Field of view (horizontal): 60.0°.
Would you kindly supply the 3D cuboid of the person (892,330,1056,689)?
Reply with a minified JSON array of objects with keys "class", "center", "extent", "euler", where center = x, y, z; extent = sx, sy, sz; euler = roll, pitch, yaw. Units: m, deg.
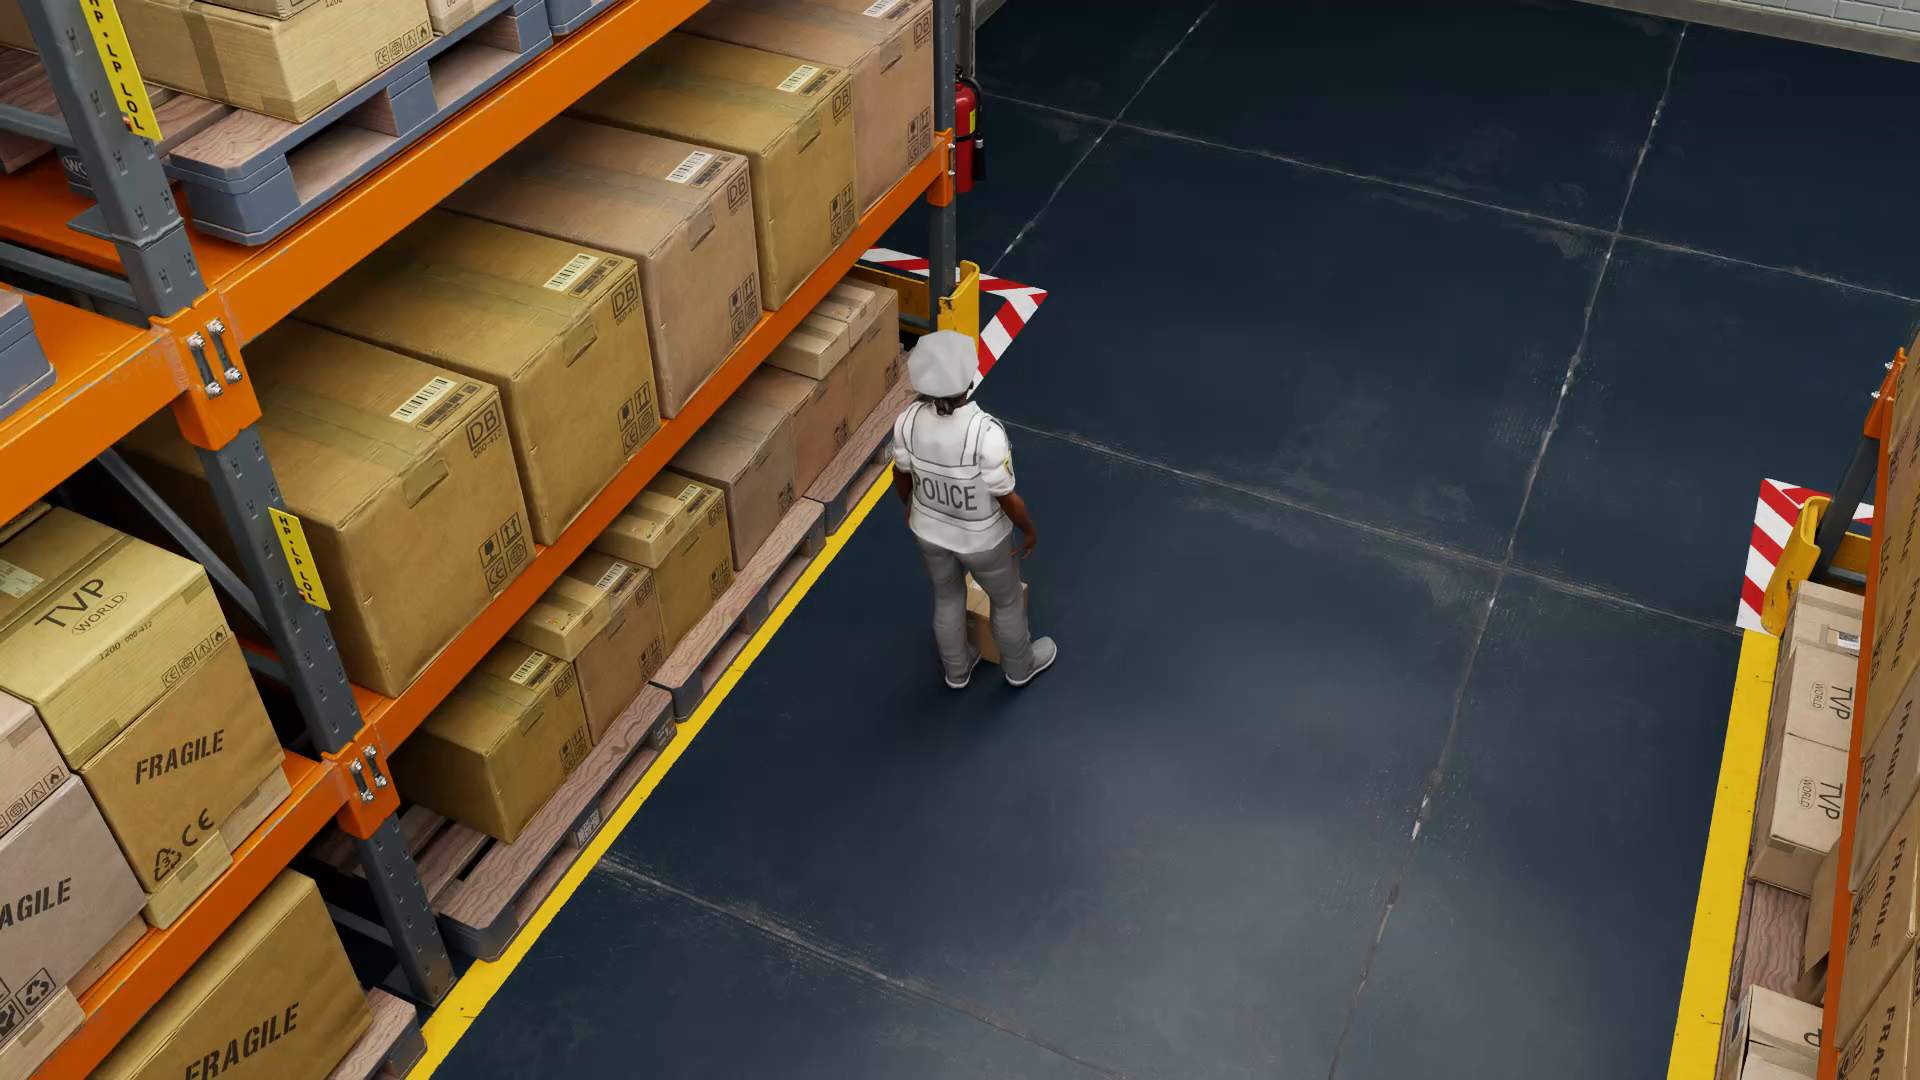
[{"class":"person","center":[0.053,-0.097,6.229],"extent":[0.570,1.697,0.528],"euler":[17,45,18]}]
